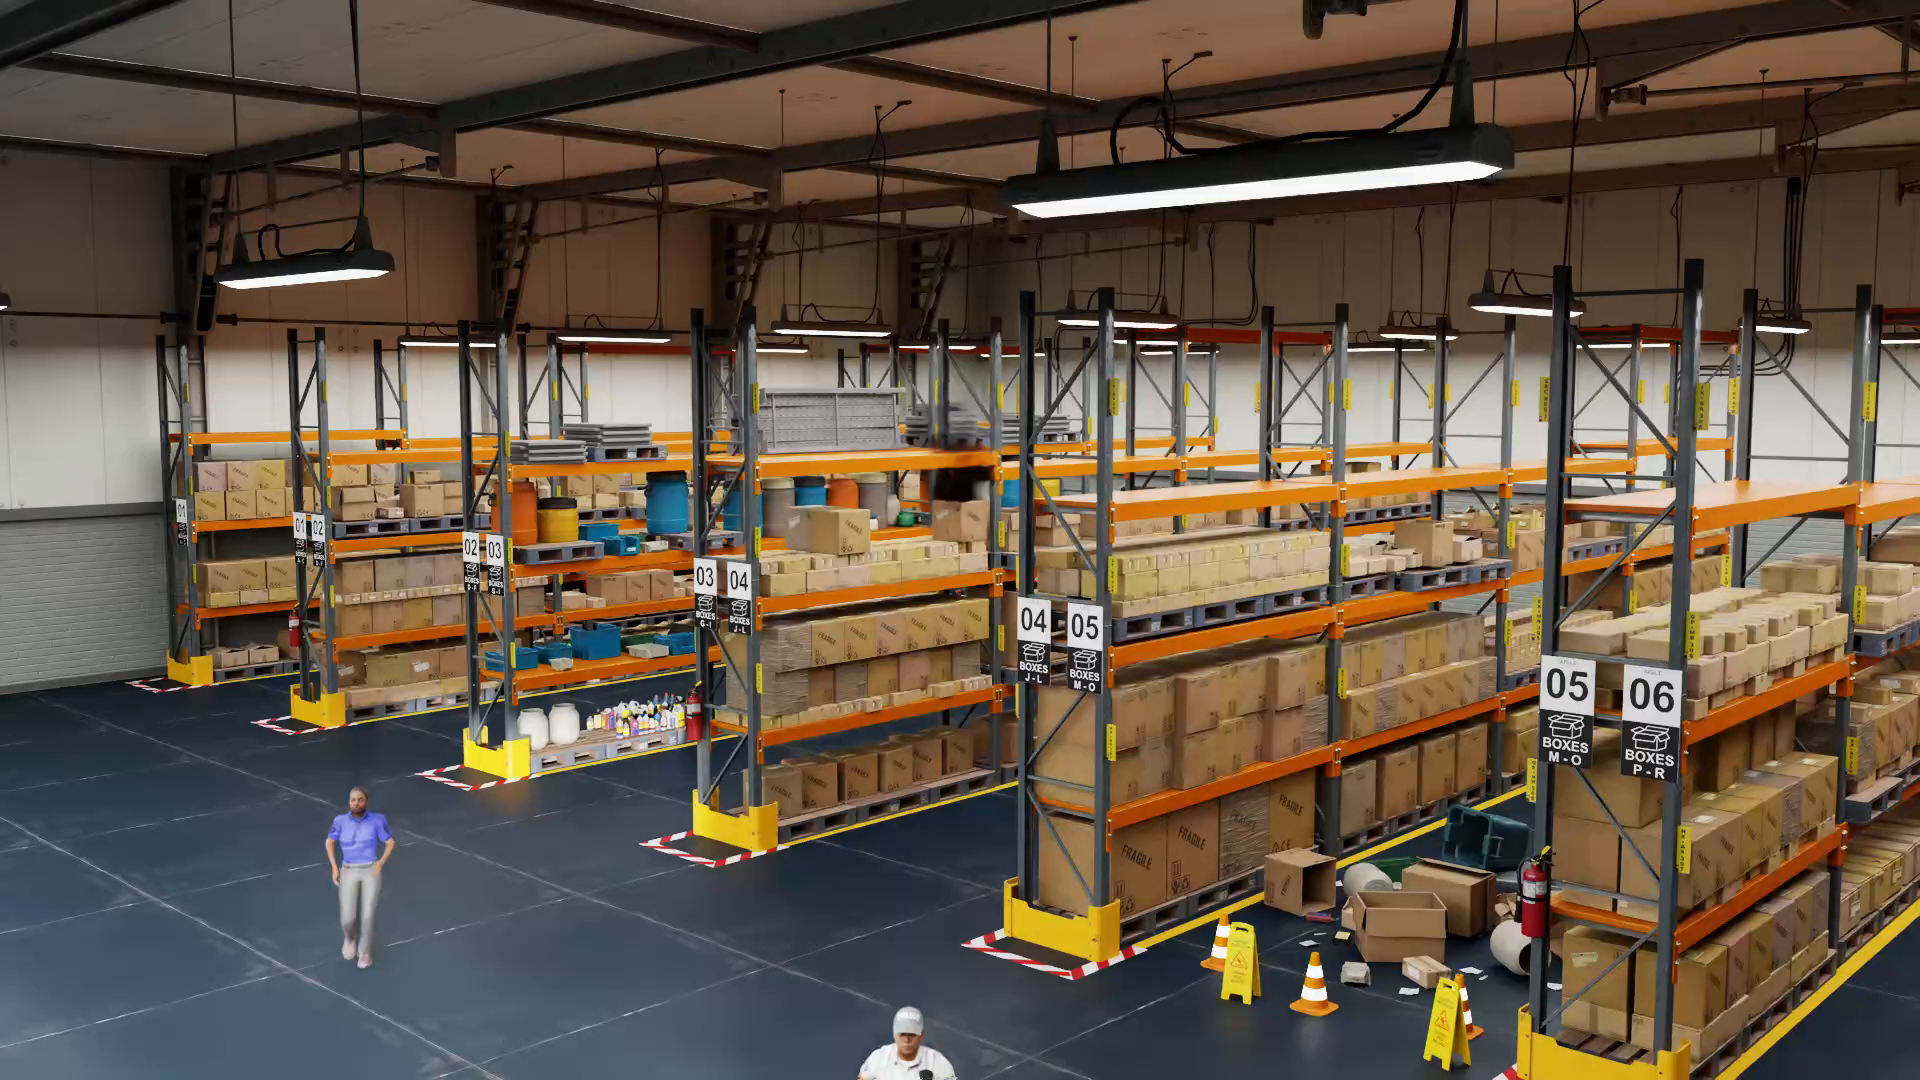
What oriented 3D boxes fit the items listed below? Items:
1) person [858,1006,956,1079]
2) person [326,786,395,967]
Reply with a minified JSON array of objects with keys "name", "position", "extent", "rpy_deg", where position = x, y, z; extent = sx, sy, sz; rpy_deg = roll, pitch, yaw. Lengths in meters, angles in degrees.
[{"name":"person","position":[-0.290,3.441,9.367],"extent":[0.605,1.657,0.921],"rpy_deg":[0,5,1]},{"name":"person","position":[-5.297,2.981,14.710],"extent":[0.588,1.622,0.544],"rpy_deg":[-2,6,-18]}]
